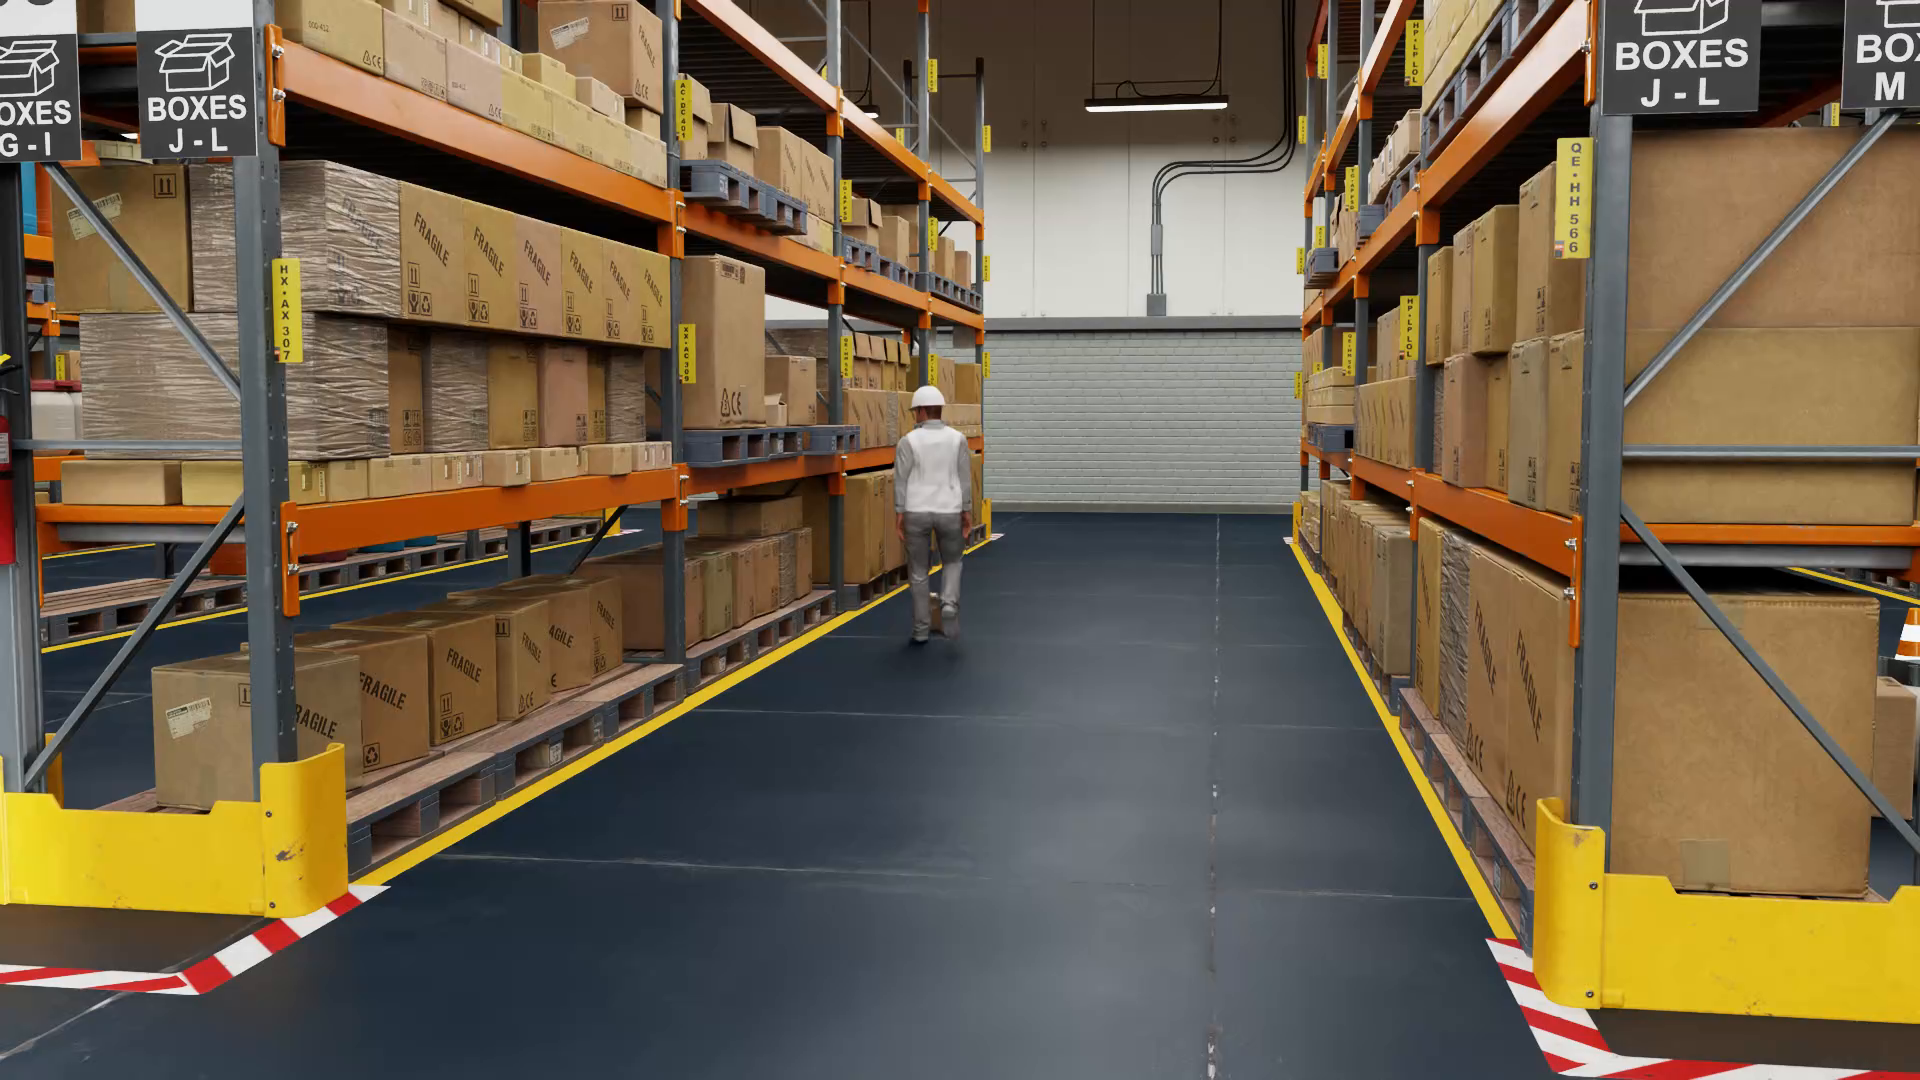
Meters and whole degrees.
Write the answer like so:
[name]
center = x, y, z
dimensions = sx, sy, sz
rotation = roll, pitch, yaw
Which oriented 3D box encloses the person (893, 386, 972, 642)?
[person]
center = -0.209, -0.177, 11.605
dimensions = 0.555, 1.787, 0.438
rotation = -1, 5, -11
